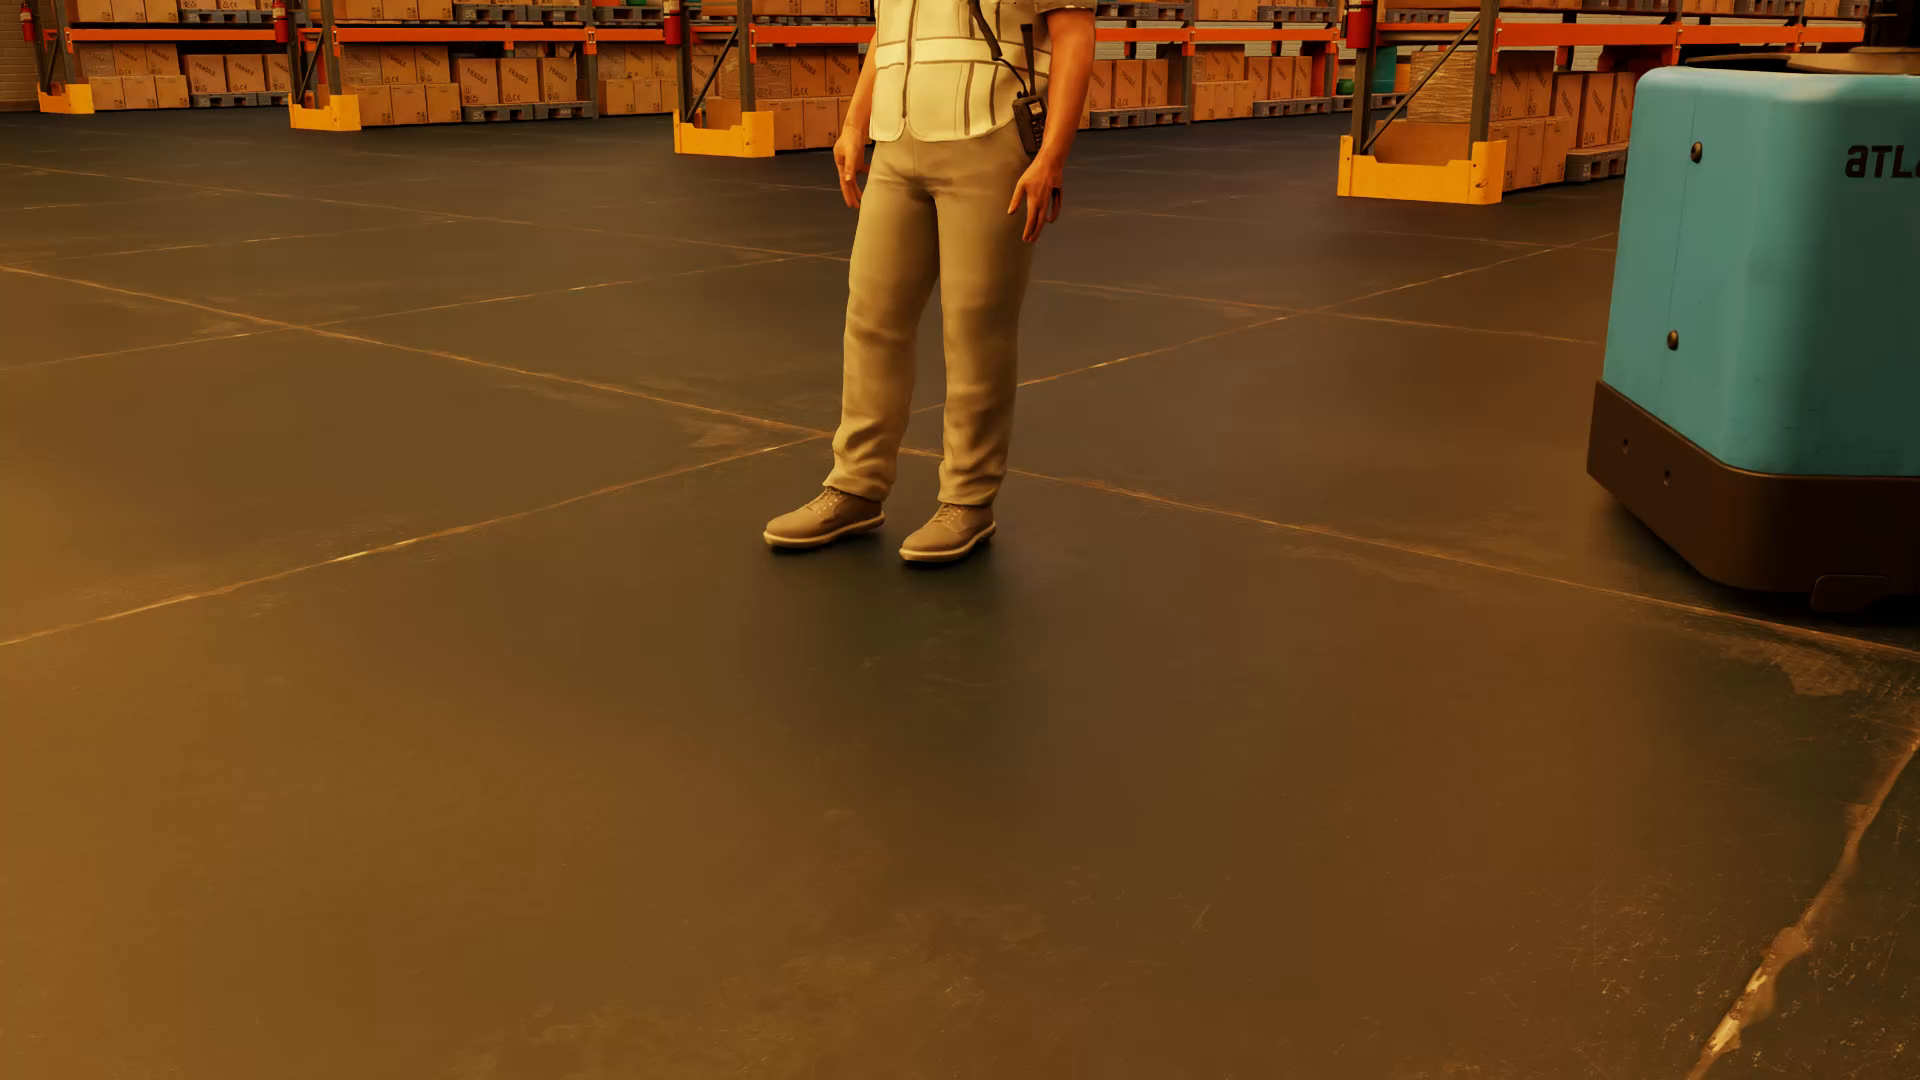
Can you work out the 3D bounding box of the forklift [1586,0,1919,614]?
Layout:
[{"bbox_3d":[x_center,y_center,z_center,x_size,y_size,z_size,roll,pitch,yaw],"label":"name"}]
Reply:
[{"bbox_3d":[3.083,-1.348,3.338,3.031,2.935,1.130,1,17,4],"label":"forklift"}]

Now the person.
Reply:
[{"bbox_3d":[-0.058,-0.845,3.630,0.641,1.781,0.574,13,21,37],"label":"person"}]
